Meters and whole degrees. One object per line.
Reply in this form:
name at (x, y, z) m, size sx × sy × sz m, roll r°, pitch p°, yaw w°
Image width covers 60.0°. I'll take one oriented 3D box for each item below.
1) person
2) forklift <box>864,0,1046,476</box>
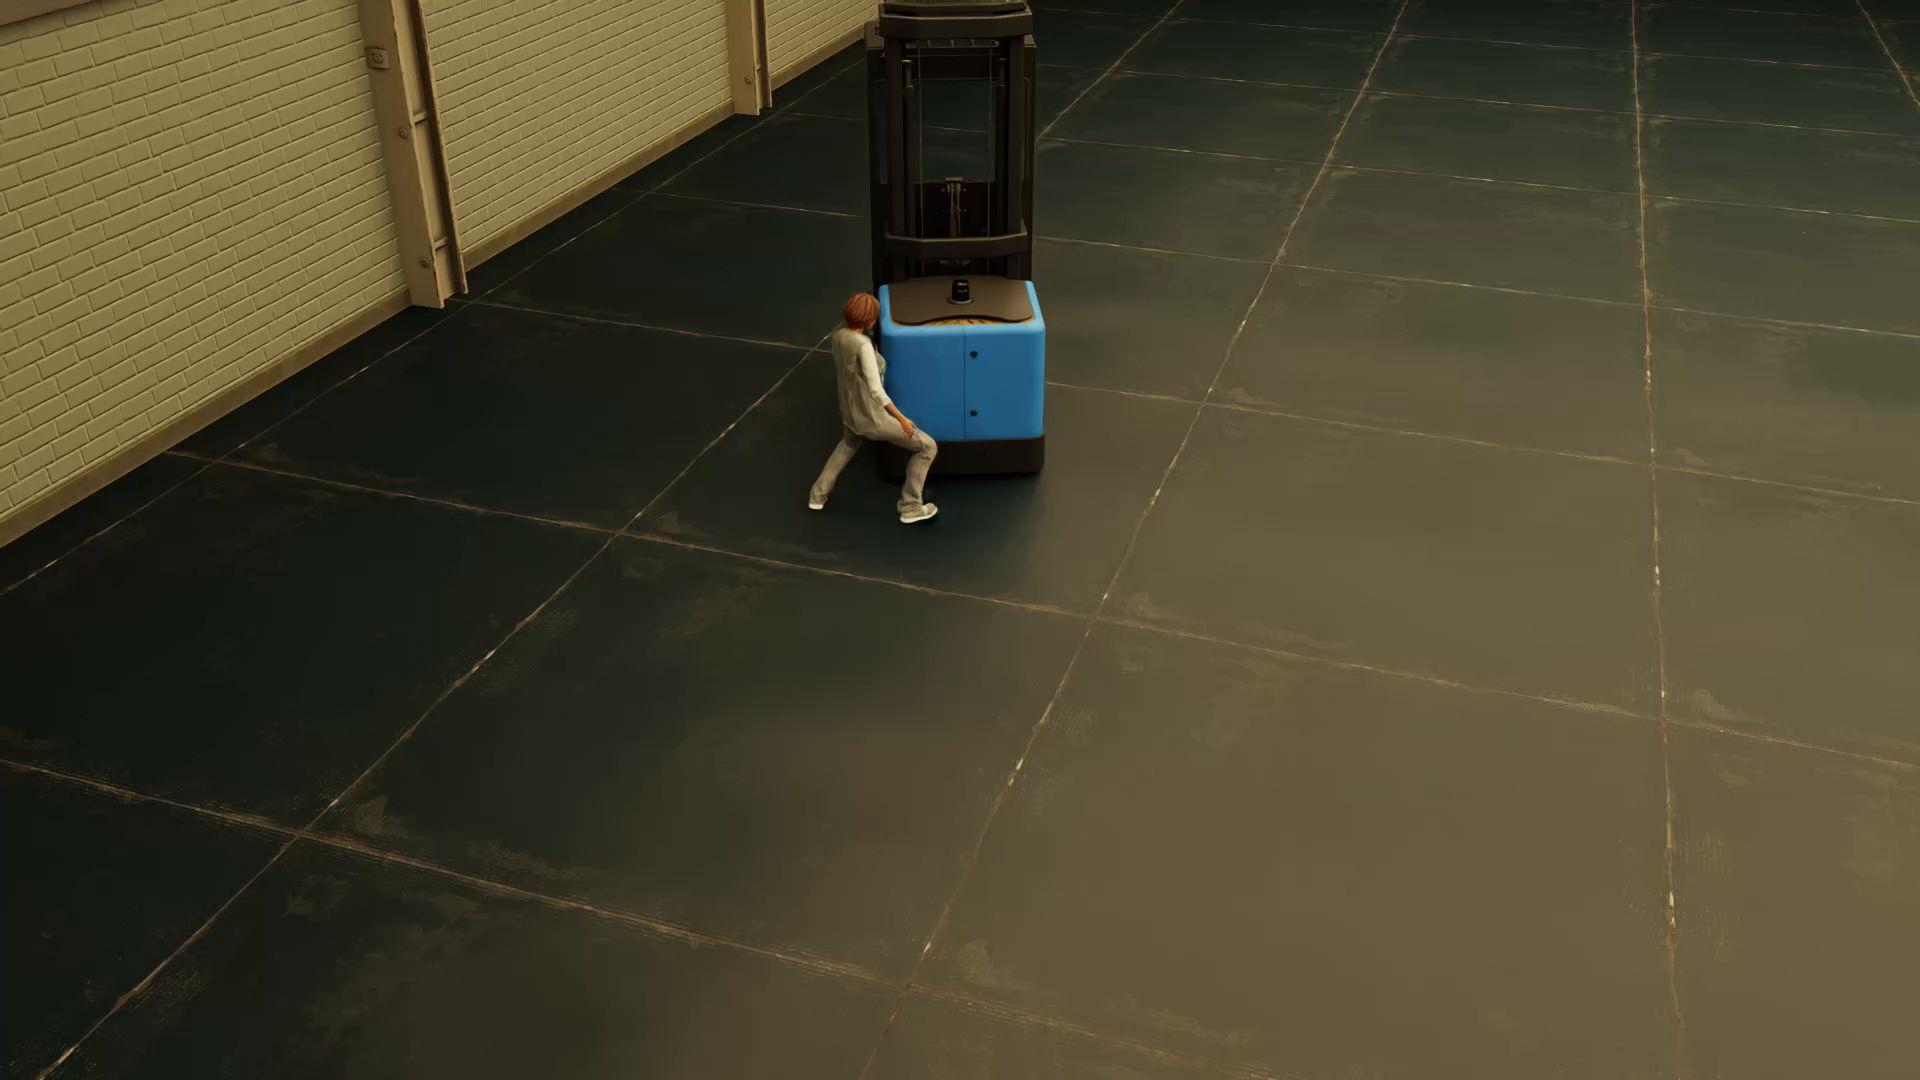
person at (-0.576, -0.801, 10.076) m, size 0.646 × 1.462 × 0.816 m, roll -16°, pitch 33°, yaw -26°
forklift at (-0.072, -2.382, 11.315) m, size 1.130 × 2.935 × 3.031 m, roll -2°, pitch 30°, yaw -3°
